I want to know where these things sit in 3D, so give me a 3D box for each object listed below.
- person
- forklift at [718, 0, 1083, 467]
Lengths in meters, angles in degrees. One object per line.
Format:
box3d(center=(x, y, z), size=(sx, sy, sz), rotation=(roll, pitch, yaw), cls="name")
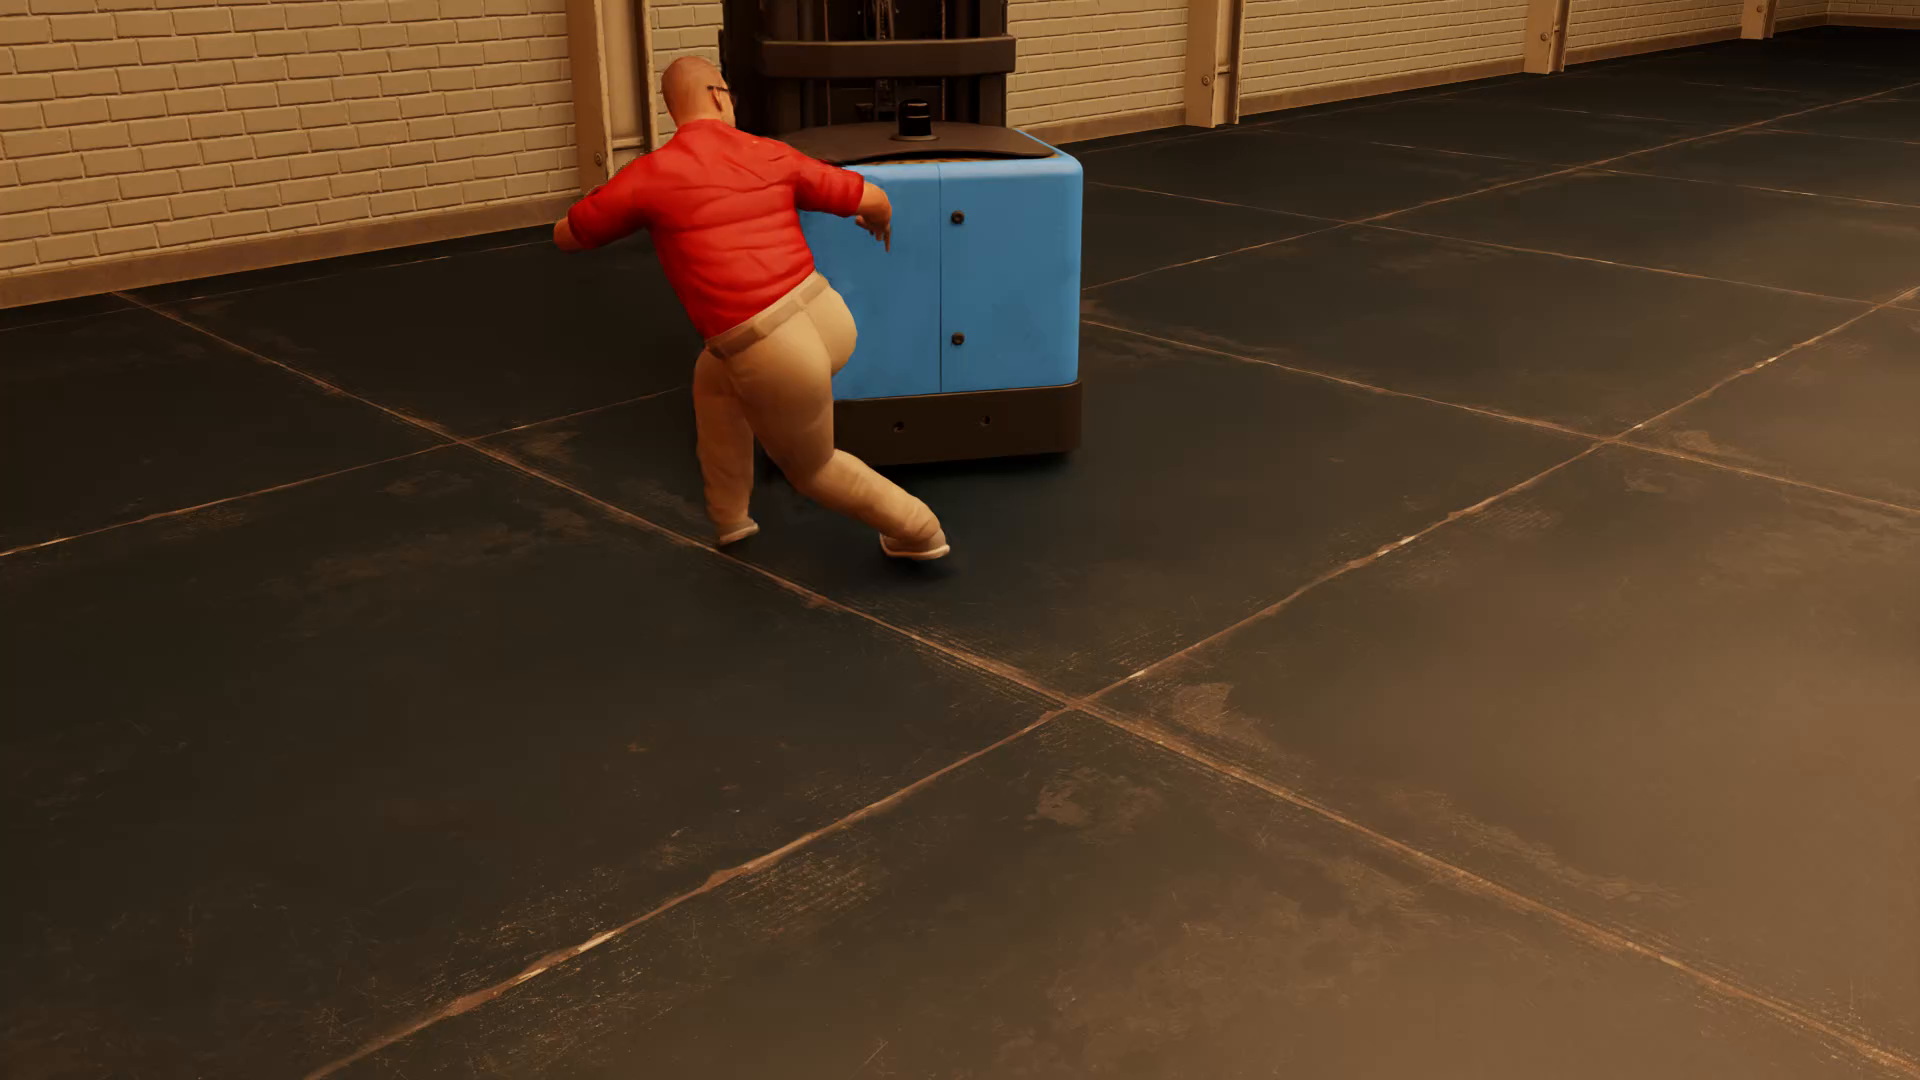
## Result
box3d(center=(-0.592, -0.627, 4.776), size=(0.966, 1.486, 0.997), rotation=(19, 28, 39), cls="person")
box3d(center=(-0.416, -2.105, 6.562), size=(1.130, 2.935, 3.031), rotation=(-5, 22, -13), cls="forklift")
